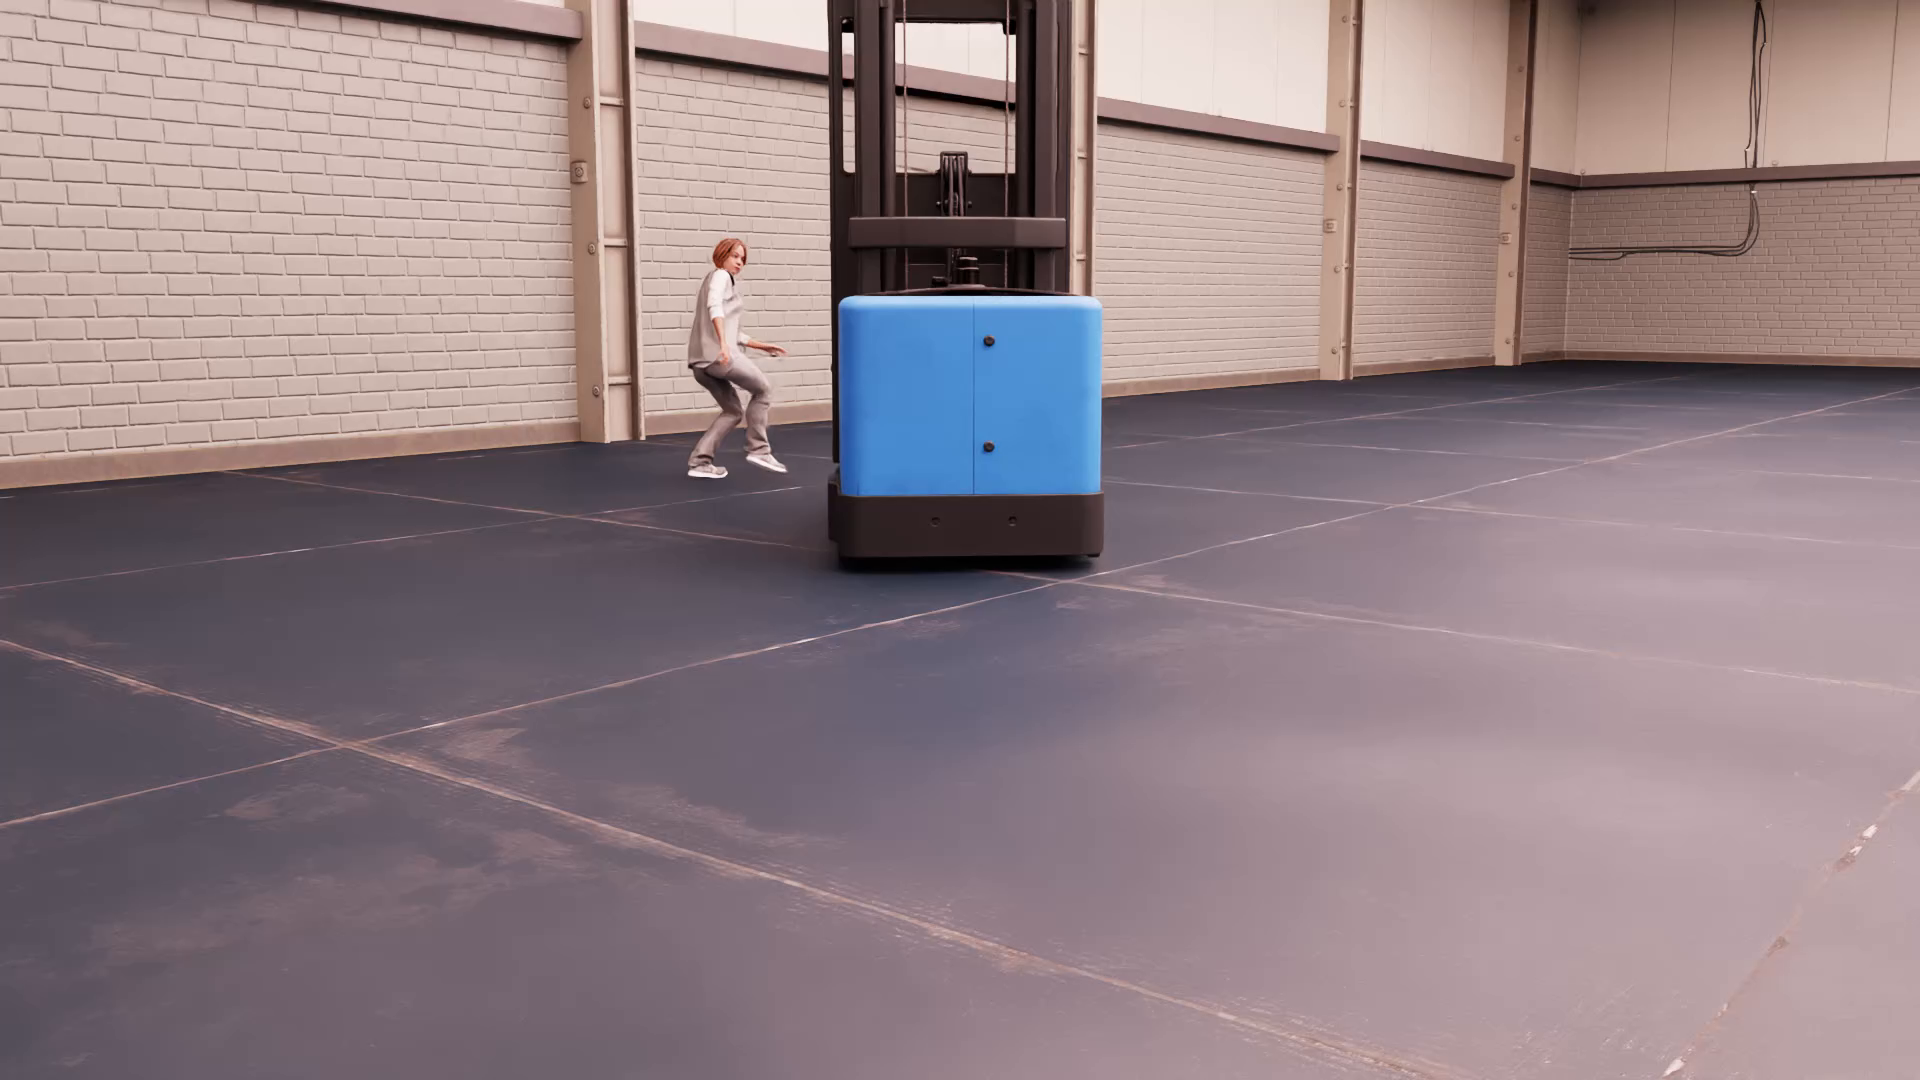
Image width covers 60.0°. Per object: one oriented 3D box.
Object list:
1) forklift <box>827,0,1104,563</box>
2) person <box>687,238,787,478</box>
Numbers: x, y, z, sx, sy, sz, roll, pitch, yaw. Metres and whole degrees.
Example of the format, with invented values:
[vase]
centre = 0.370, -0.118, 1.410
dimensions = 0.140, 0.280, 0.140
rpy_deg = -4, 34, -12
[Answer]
[forklift]
centre = -0.065, -1.534, 7.764
dimensions = 1.130, 2.935, 3.031
rpy_deg = -1, 8, -5
[person]
centre = -1.284, -1.056, 9.878
dimensions = 0.693, 1.397, 0.635
rpy_deg = -6, 10, -37
